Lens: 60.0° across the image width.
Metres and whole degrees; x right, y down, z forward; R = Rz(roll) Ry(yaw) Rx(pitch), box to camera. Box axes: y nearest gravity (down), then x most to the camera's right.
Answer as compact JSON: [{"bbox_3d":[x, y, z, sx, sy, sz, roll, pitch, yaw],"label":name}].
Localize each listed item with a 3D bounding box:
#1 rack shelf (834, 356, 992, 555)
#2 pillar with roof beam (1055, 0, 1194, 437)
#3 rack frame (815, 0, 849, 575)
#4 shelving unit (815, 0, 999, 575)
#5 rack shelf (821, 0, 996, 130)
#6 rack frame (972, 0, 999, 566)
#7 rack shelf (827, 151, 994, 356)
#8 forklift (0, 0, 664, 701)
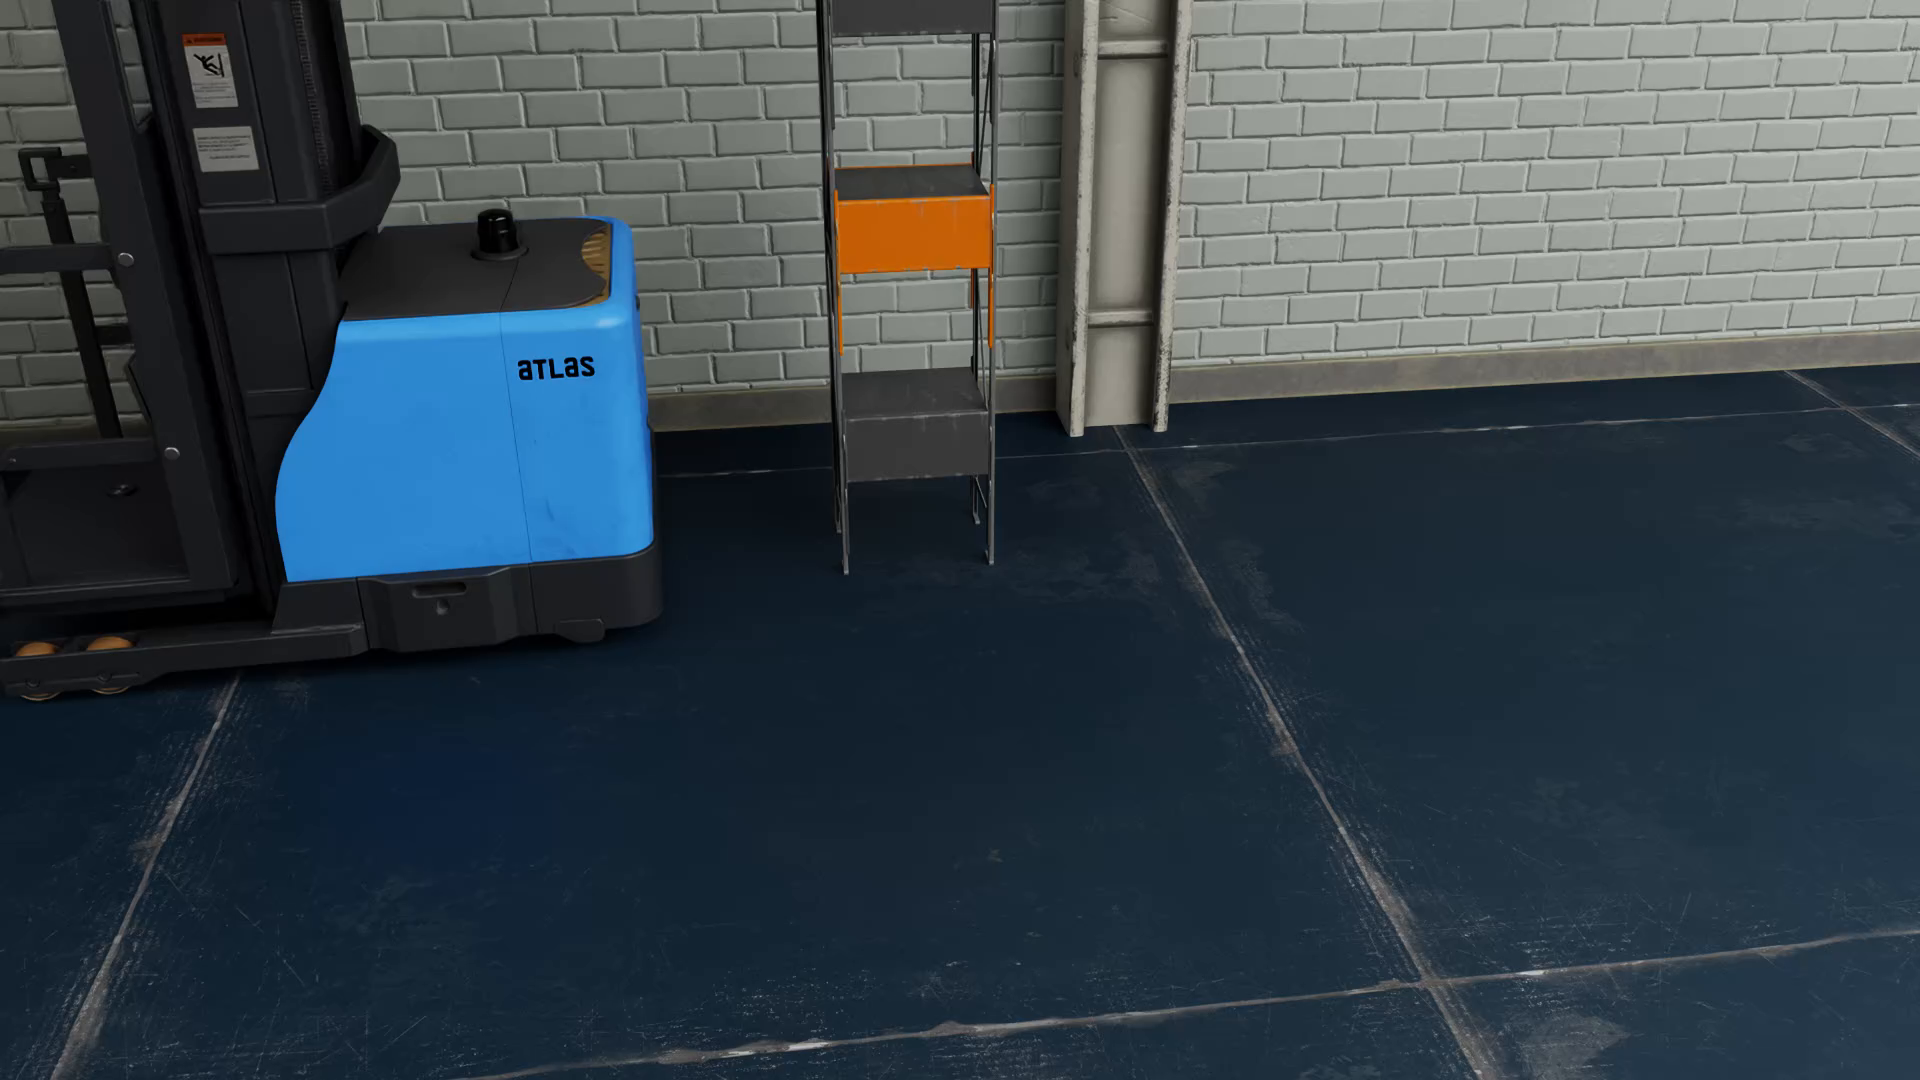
[{"bbox_3d":[-0.164,-0.289,5.576,0.480,0.518,0.431,-4,27,-7],"label":"rack shelf"},{"bbox_3d":[1.204,-2.547,0.856,0.400,9.000,9.100,-4,27,-7],"label":"pillar with roof beam"},{"bbox_3d":[-0.406,-0.908,5.220,0.015,2.100,0.400,-4,27,-7],"label":"rack frame"},{"bbox_3d":[-0.164,-0.924,5.250,0.503,2.100,0.431,-4,27,-7],"label":"shelving unit"},{"bbox_3d":[-0.164,-1.534,4.937,0.480,0.518,0.431,-4,27,-7],"label":"rack shelf"},{"bbox_3d":[0.078,-0.939,5.280,0.015,2.100,0.400,-4,27,-7],"label":"rack frame"},{"bbox_3d":[-0.164,-0.912,5.256,0.480,0.518,0.431,-4,27,-7],"label":"rack shelf"},{"bbox_3d":[-2.488,-1.098,4.679,3.031,2.935,1.130,-5,28,-9],"label":"forklift"}]
